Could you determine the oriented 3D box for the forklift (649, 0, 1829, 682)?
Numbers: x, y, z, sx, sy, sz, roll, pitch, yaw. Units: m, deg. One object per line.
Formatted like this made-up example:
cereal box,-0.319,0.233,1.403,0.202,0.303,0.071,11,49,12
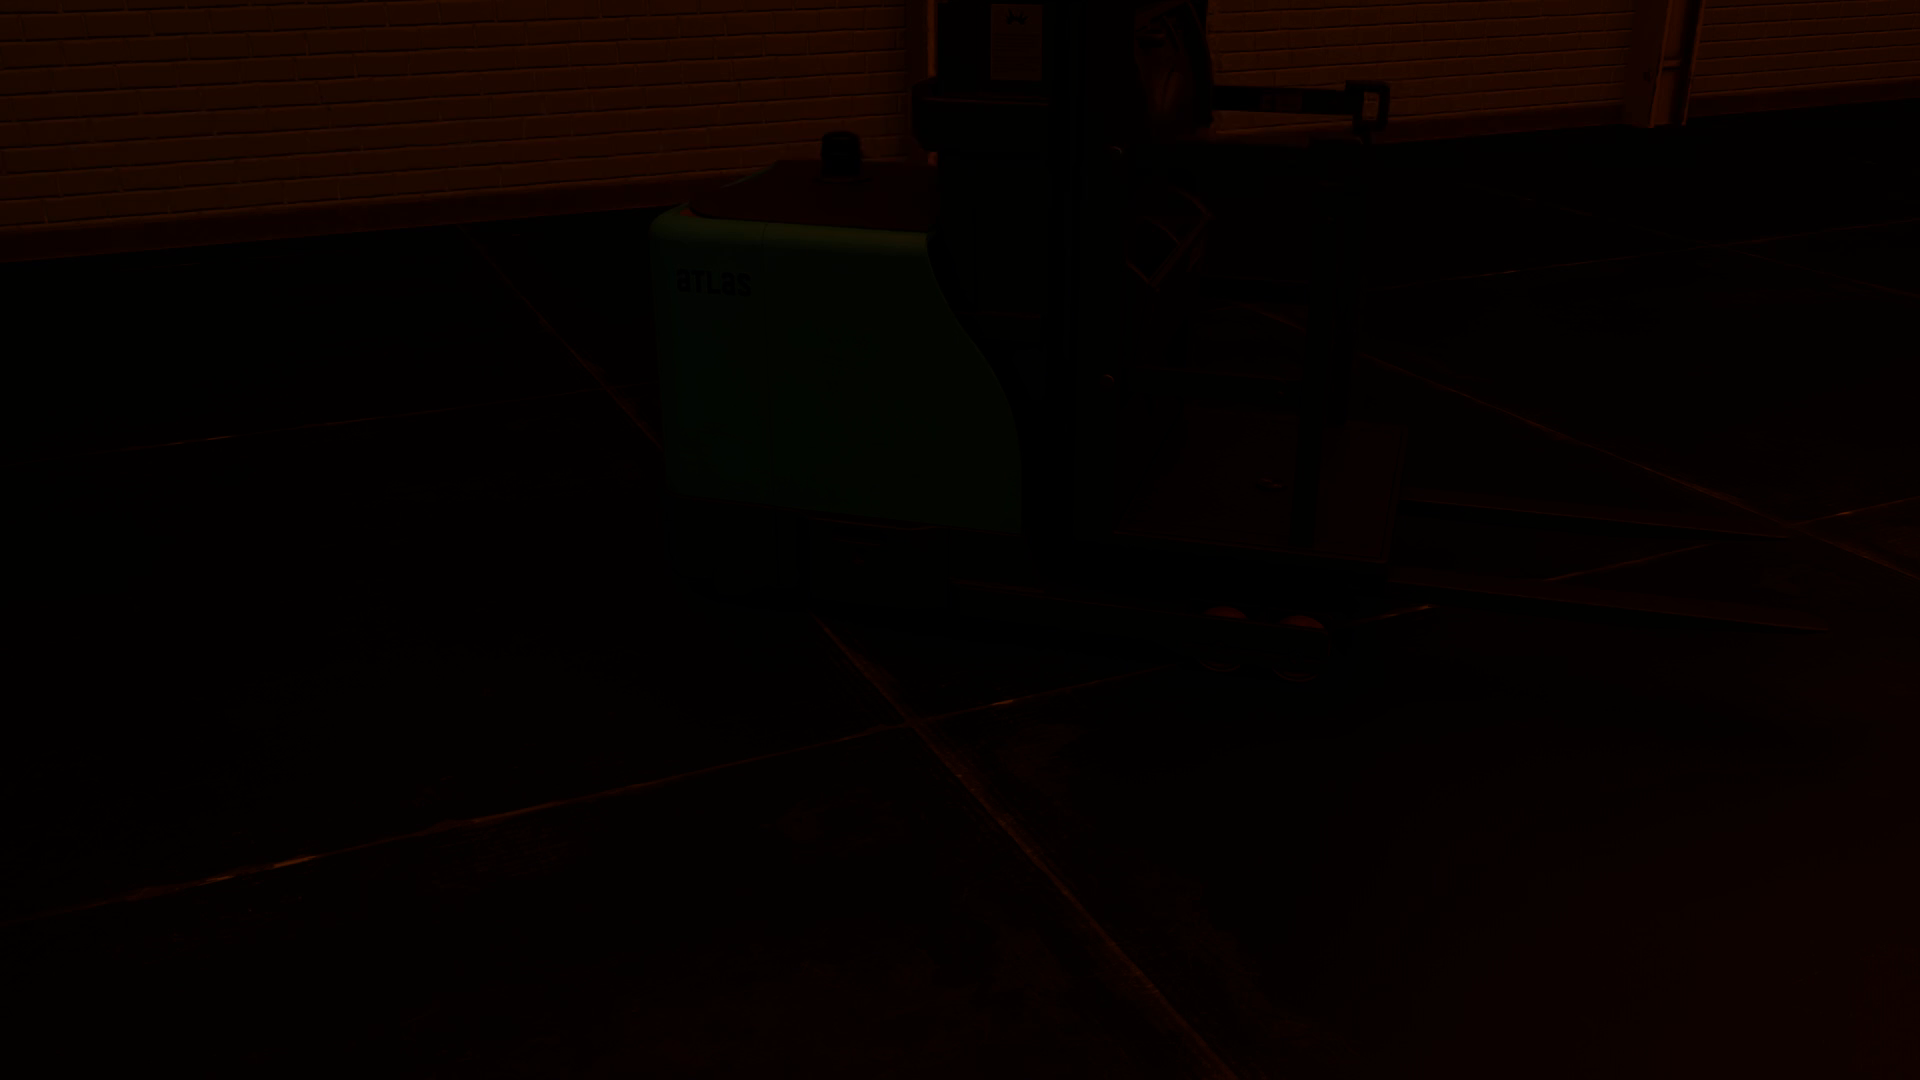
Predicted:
forklift,0.738,-1.219,4.221,3.031,2.935,1.130,7,23,15
